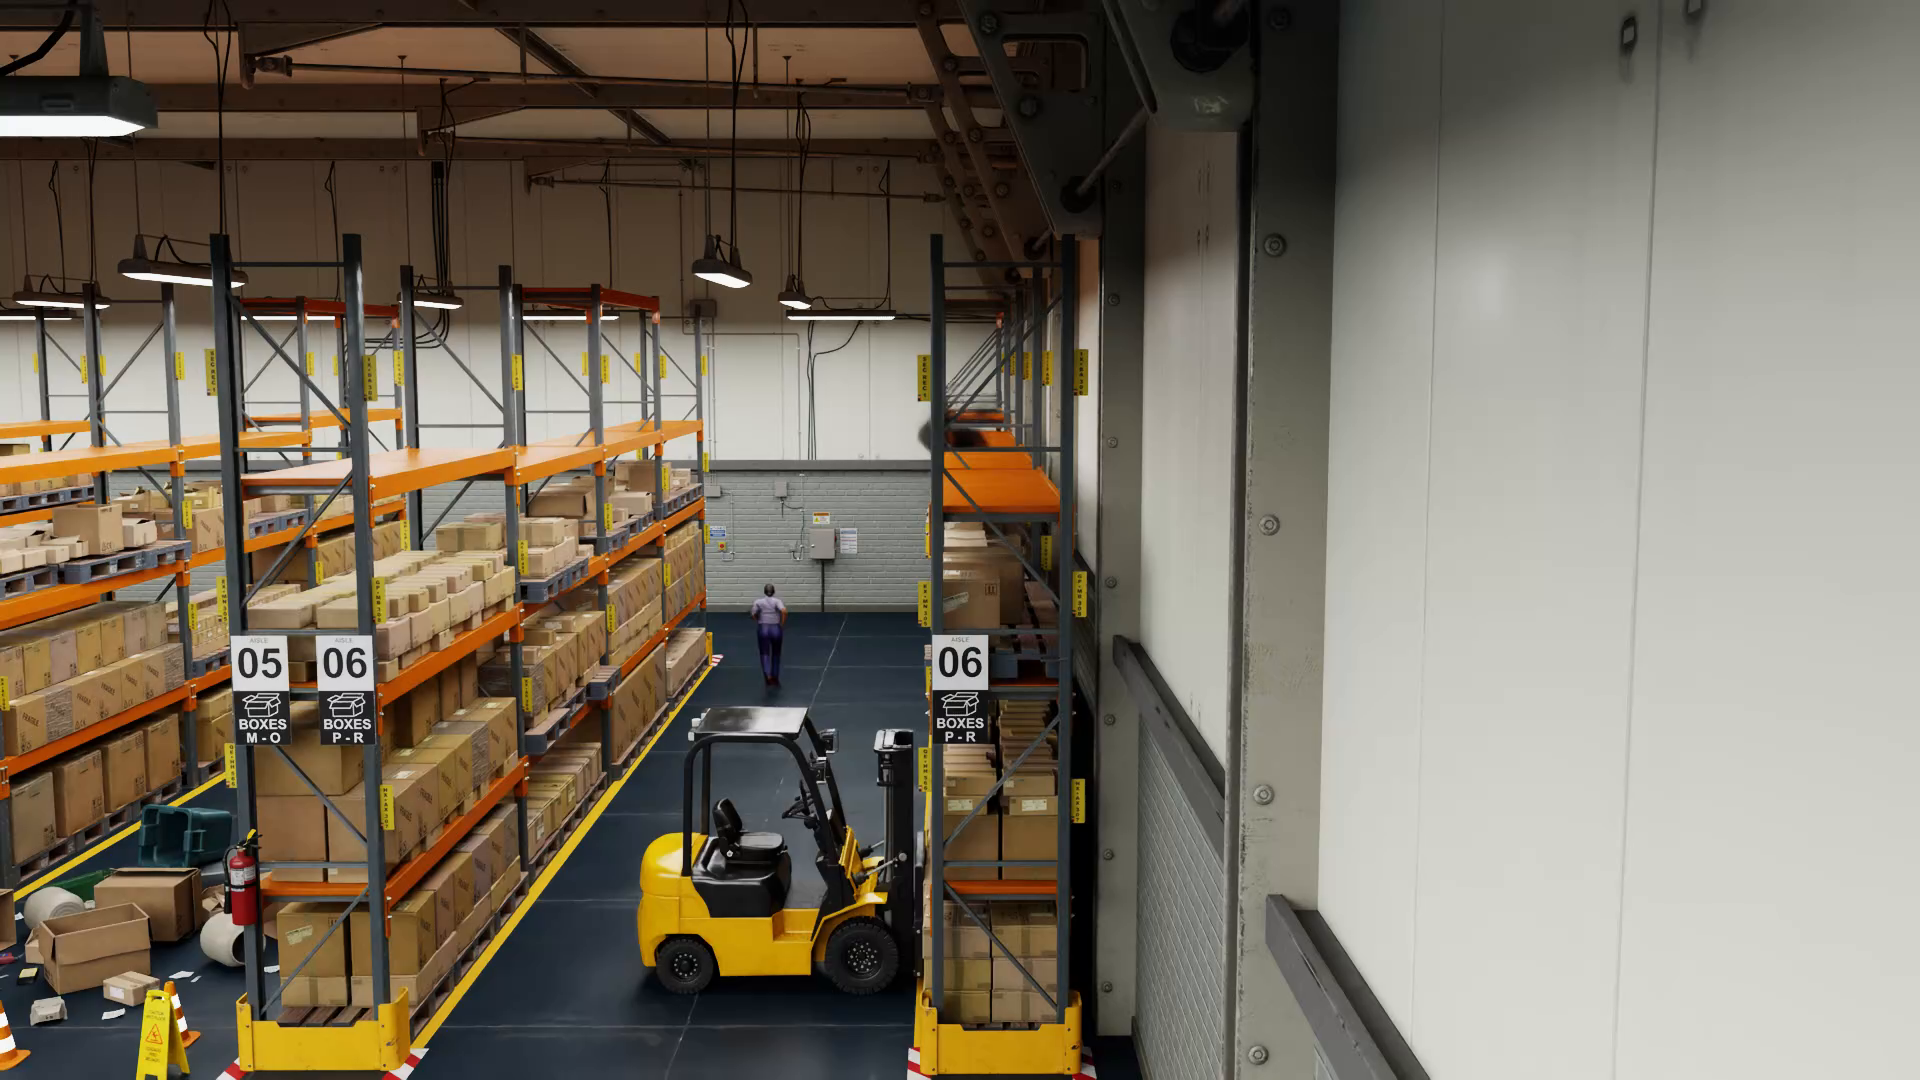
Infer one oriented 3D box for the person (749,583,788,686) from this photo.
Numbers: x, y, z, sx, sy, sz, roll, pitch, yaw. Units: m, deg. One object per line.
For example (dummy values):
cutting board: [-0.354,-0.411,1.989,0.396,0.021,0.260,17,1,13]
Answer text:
person: [-2.977,1.517,25.833,0.572,1.687,0.992,-1,6,-11]
